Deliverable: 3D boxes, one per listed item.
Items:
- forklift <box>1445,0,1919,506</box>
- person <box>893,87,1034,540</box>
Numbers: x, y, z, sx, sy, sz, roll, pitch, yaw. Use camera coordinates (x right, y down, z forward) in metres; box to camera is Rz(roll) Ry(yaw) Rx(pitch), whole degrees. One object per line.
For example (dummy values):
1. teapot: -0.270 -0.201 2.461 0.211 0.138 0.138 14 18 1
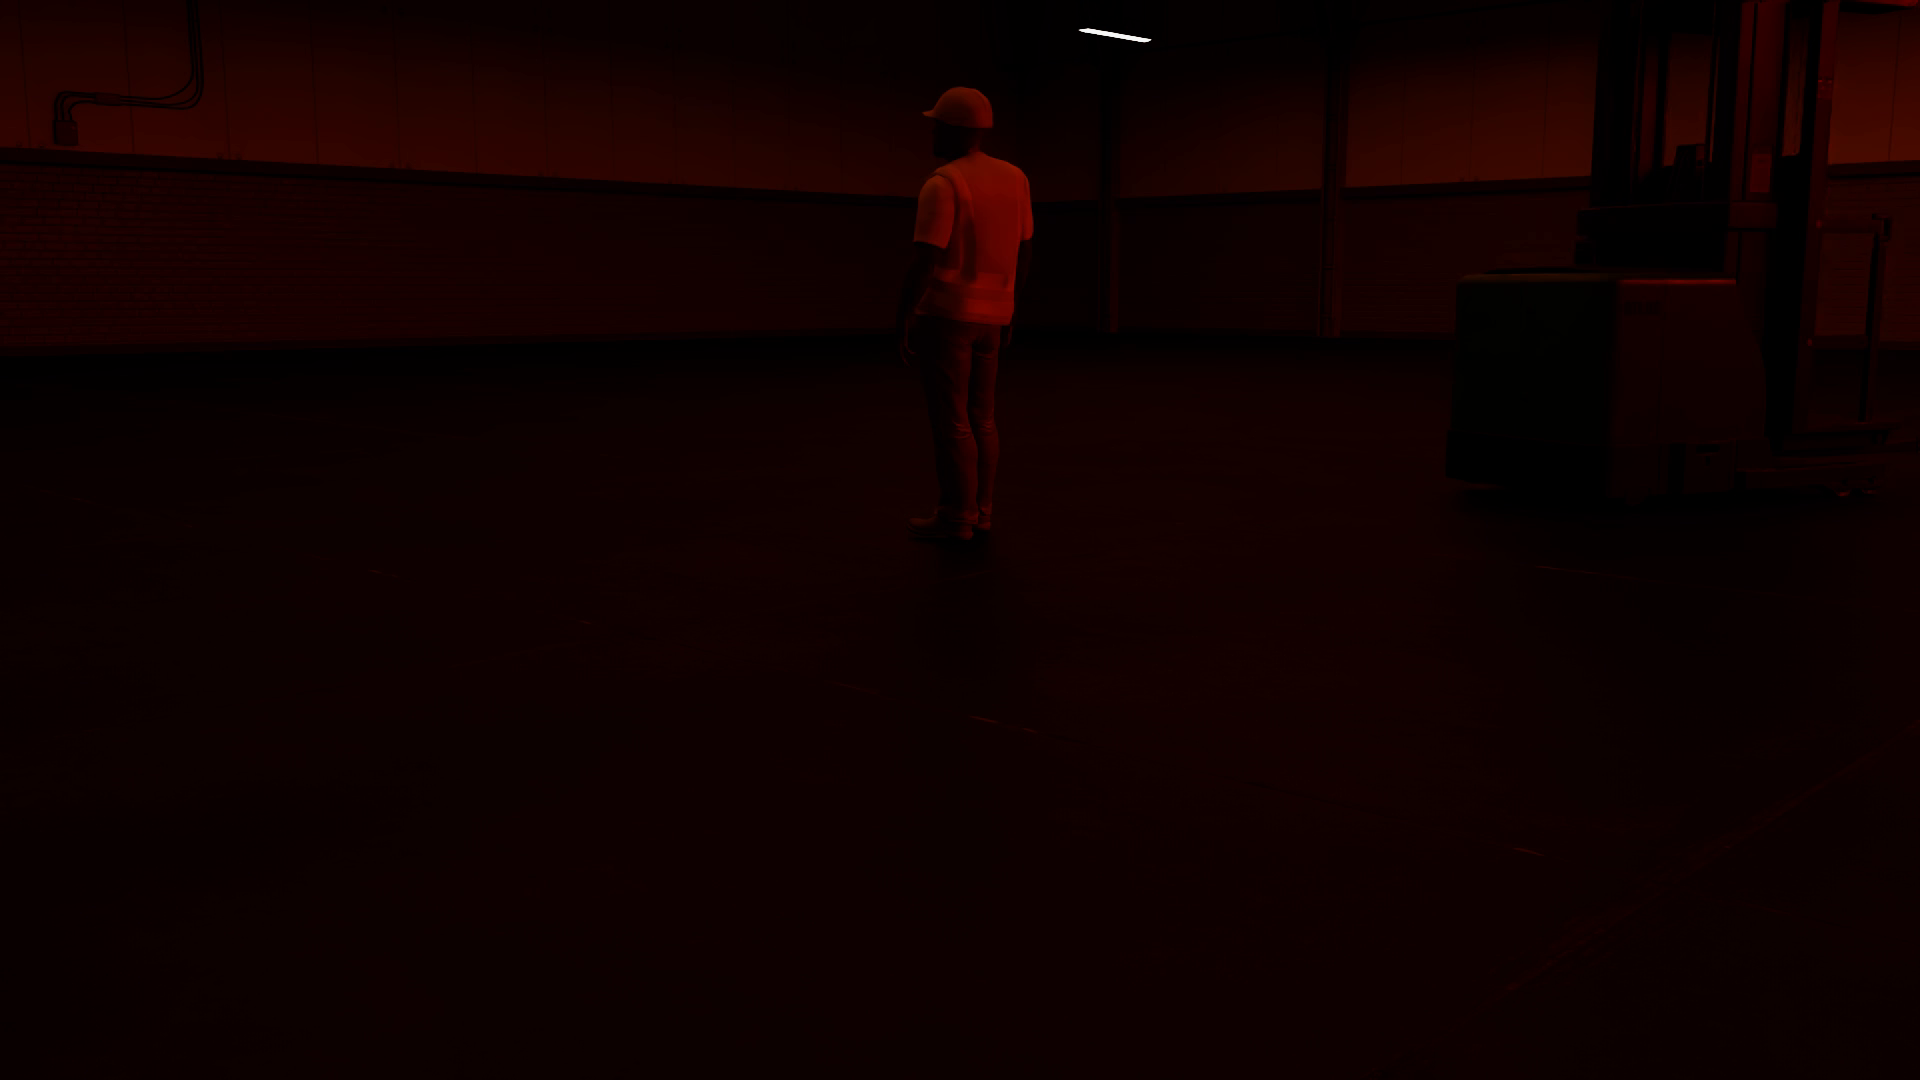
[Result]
1. forklift: 3.993 -1.724 8.325 3.031 2.935 1.130 -4 9 -25
2. person: -0.045 -0.888 6.637 0.577 1.765 0.665 8 12 43
